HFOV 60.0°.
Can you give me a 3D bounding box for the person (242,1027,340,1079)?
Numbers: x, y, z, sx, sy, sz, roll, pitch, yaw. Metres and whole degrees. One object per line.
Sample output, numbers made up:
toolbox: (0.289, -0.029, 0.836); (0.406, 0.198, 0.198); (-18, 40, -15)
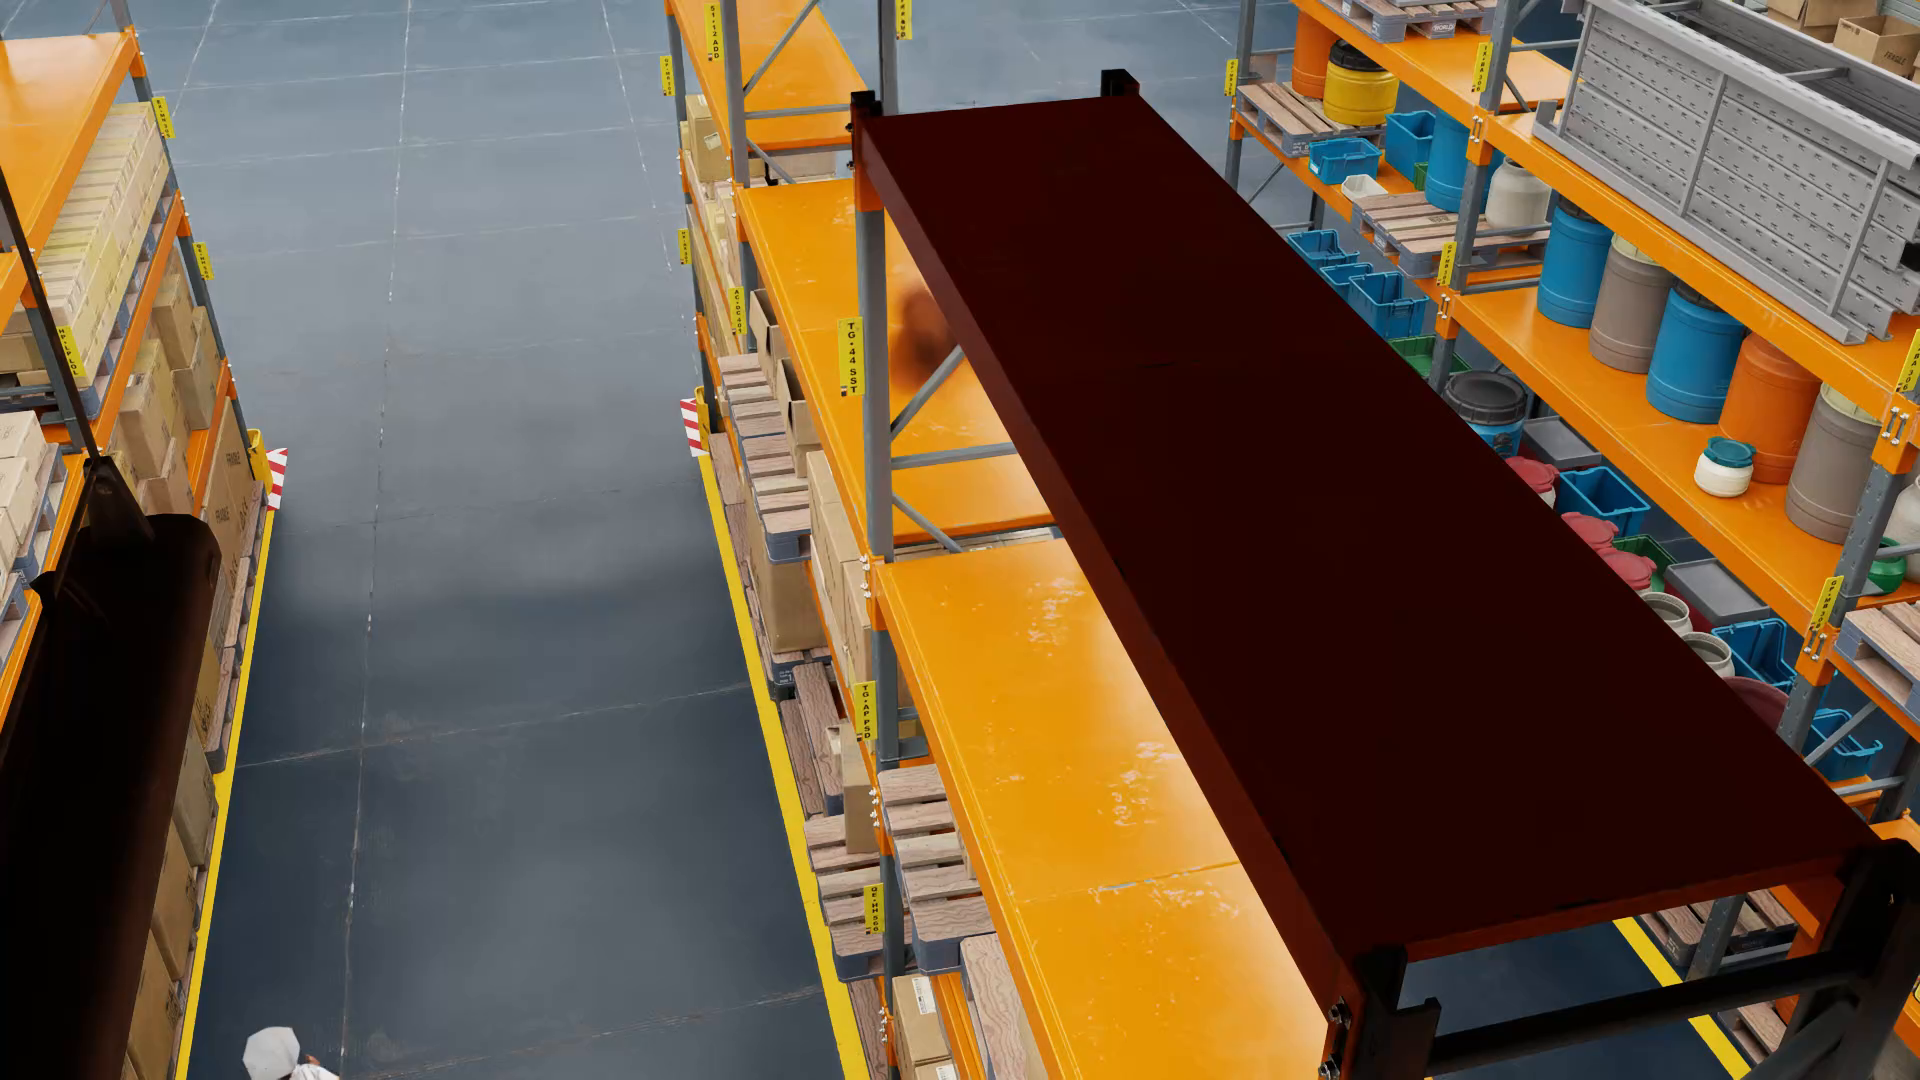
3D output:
person: (-3.200, 3.017, 8.164); (0.576, 1.719, 0.890); (-10, 36, -15)
